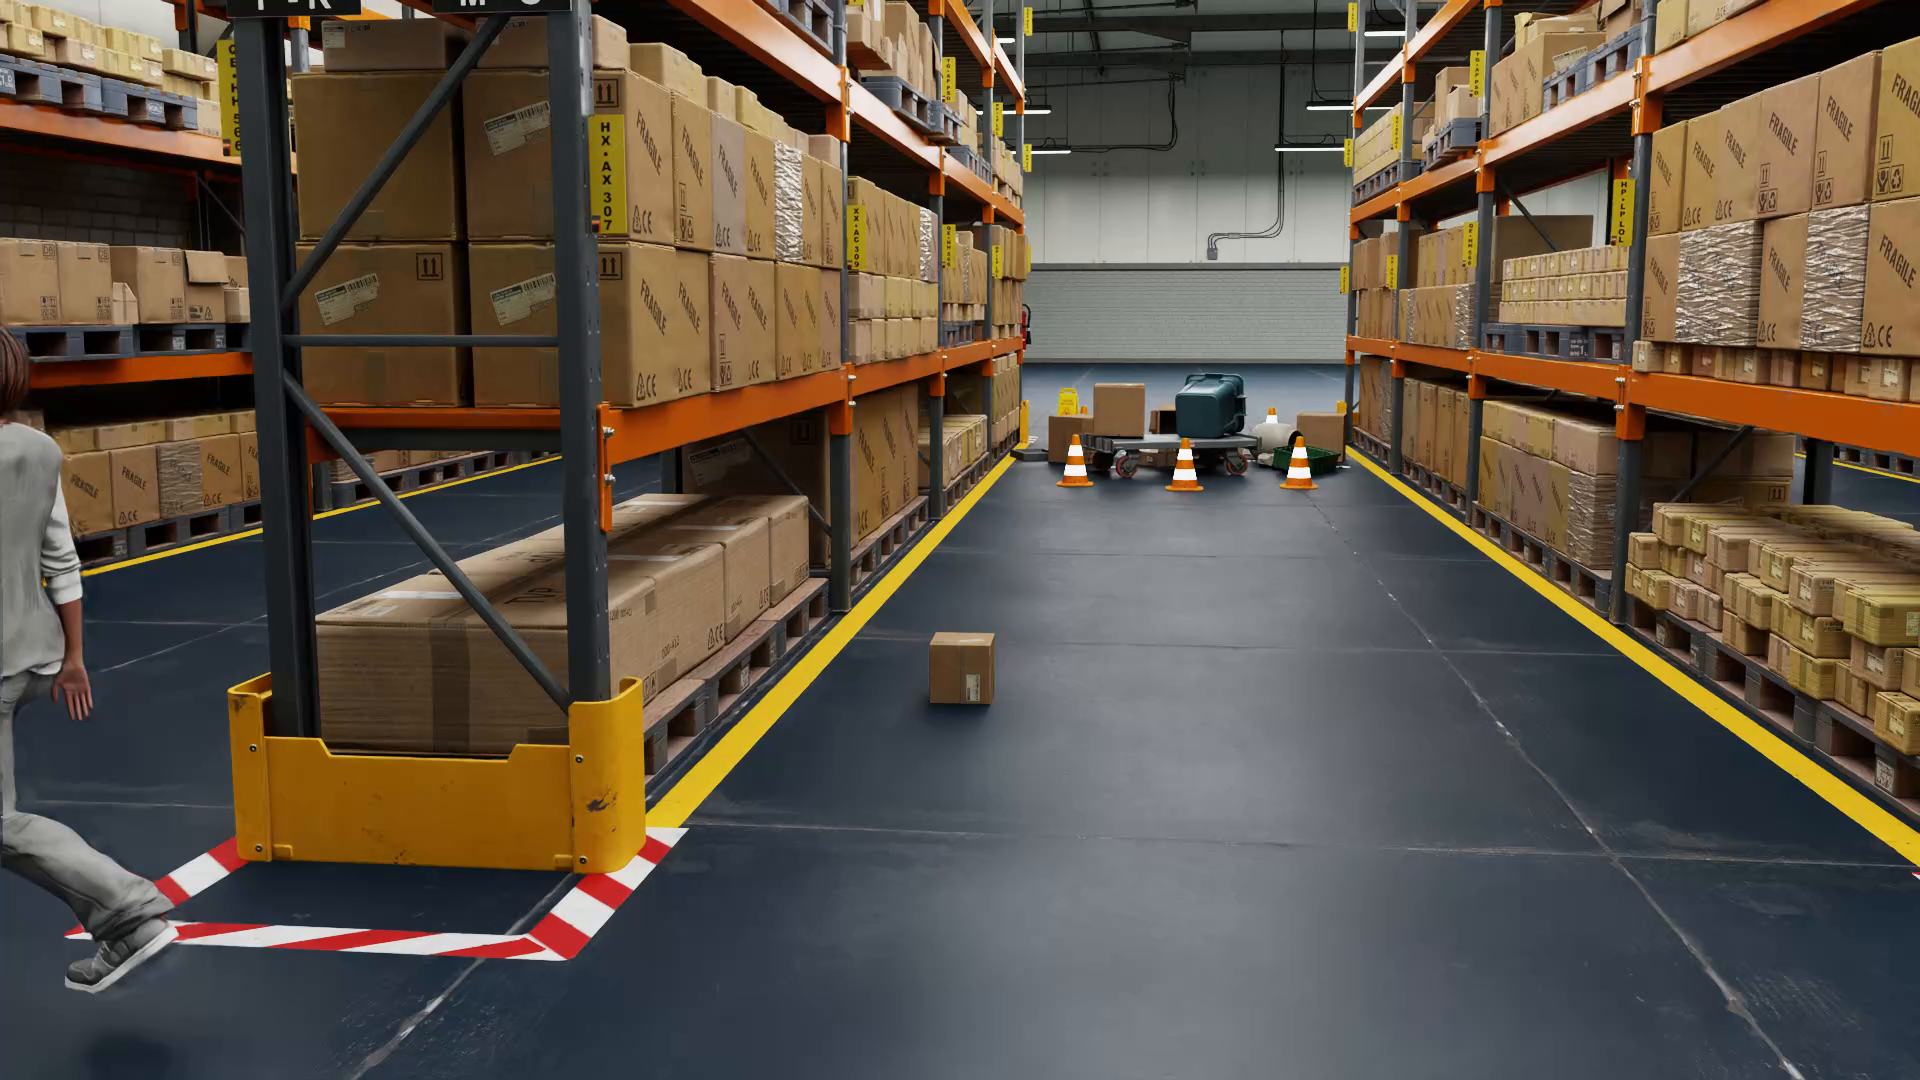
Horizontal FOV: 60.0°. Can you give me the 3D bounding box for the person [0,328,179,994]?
[{"bbox_3d":[-2.187,0.280,3.753,0.907,1.545,0.418,1,8,8],"label":"person"}]
